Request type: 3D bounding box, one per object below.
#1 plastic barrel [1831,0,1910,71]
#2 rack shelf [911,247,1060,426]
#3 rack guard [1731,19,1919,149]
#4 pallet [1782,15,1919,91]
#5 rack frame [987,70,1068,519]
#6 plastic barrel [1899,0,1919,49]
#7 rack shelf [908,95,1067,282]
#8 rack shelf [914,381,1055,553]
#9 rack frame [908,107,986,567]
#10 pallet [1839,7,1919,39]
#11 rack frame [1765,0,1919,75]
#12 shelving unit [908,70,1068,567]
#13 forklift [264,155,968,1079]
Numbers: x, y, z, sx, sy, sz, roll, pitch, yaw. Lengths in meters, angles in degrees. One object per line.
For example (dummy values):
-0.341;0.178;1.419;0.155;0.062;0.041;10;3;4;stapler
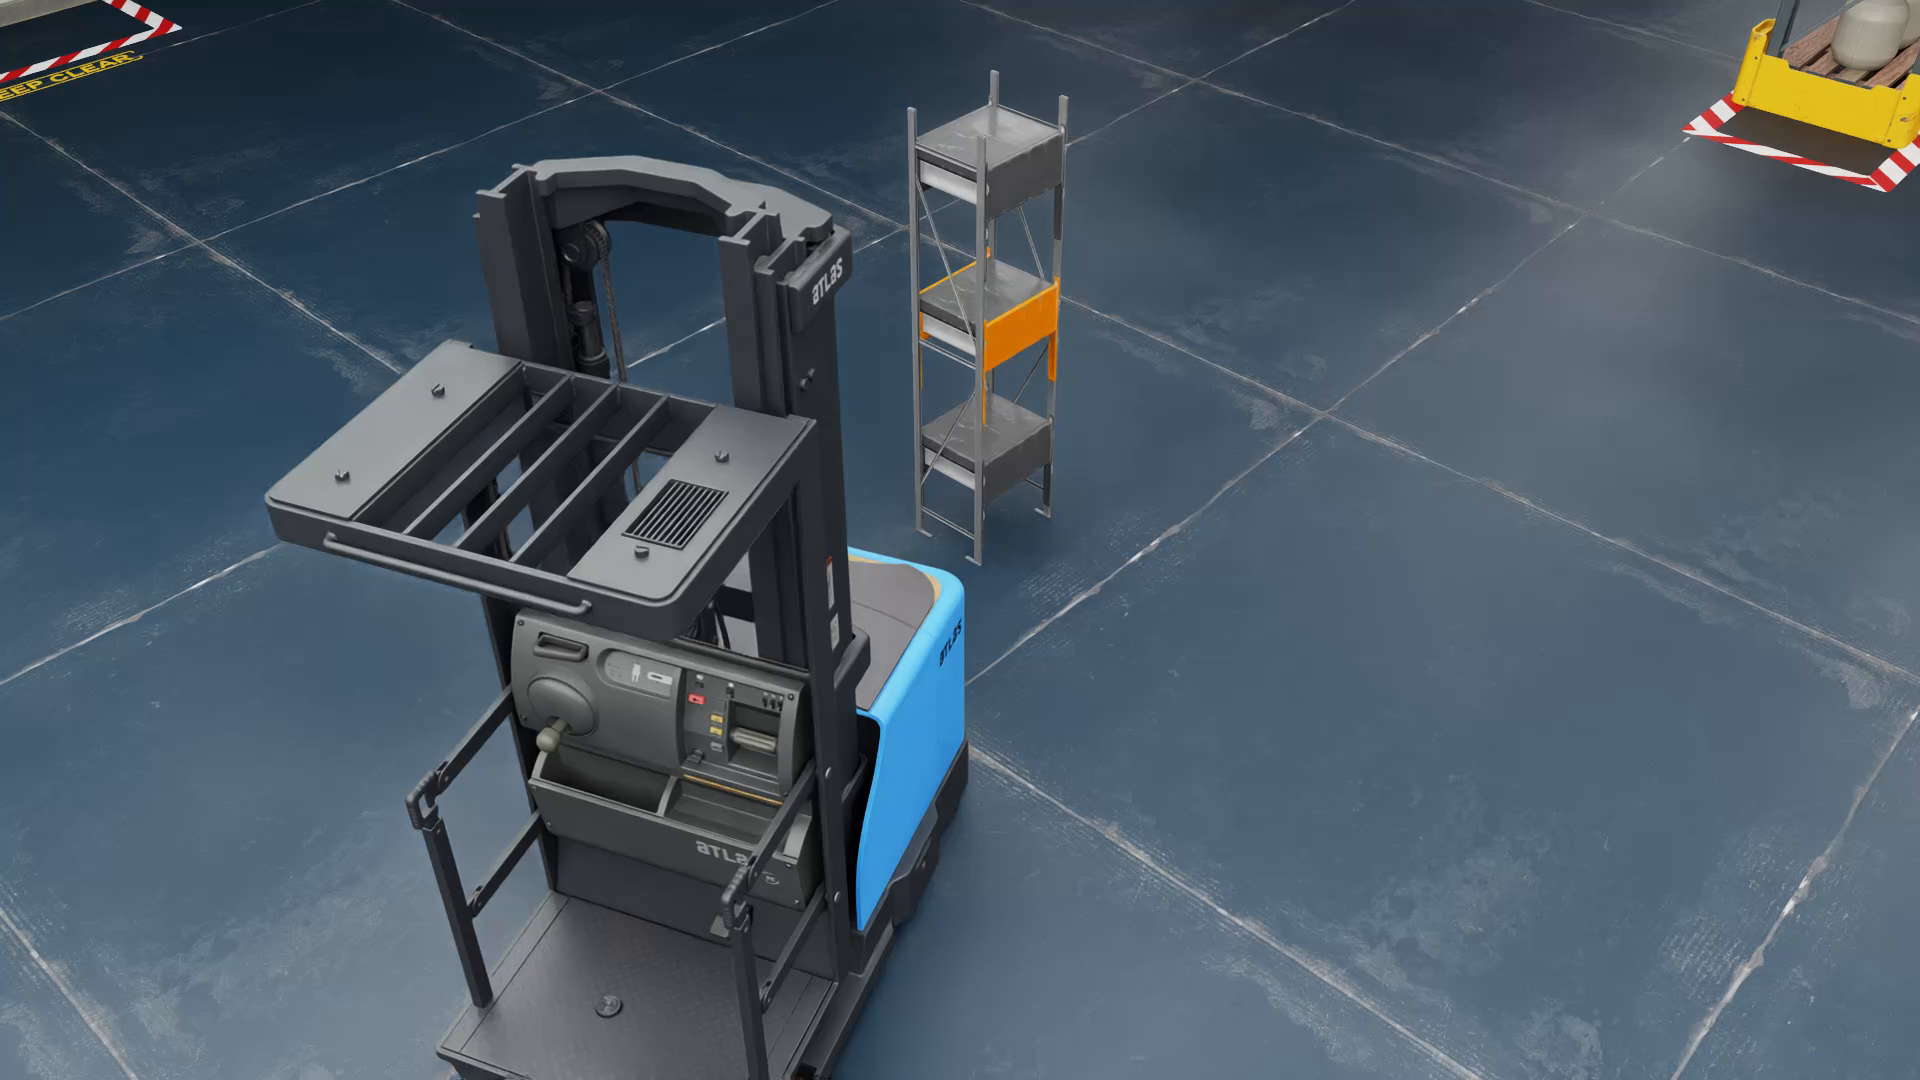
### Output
6.277;-3.539;11.452;0.421;0.512;0.421;0;38;0;plastic barrel
0.112;-0.887;7.201;0.431;0.518;0.480;30;47;32;rack shelf
5.906;-3.091;11.235;1.175;0.500;0.348;30;47;32;rack guard
6.458;-3.349;11.791;1.003;0.211;1.213;30;47;32;pallet
0.276;-1.010;7.333;0.400;2.100;0.015;30;47;32;rack frame
6.615;-3.770;11.742;0.421;0.512;0.421;0;38;0;plastic barrel
0.112;-1.435;6.765;0.431;0.518;0.480;30;47;32;rack shelf
0.112;-0.339;7.636;0.431;0.518;0.480;30;47;32;rack shelf
-0.053;-0.786;7.051;0.400;2.100;0.015;30;47;32;rack frame
7.281;-3.906;12.493;1.003;0.211;1.213;30;47;32;pallet
5.889;-4.014;10.388;1.000;3.000;0.127;30;47;32;rack frame
0.112;-0.898;7.192;0.431;2.100;0.503;30;47;32;shelving unit
-0.969;0.563;4.687;1.130;2.935;3.031;13;40;16;forklift
